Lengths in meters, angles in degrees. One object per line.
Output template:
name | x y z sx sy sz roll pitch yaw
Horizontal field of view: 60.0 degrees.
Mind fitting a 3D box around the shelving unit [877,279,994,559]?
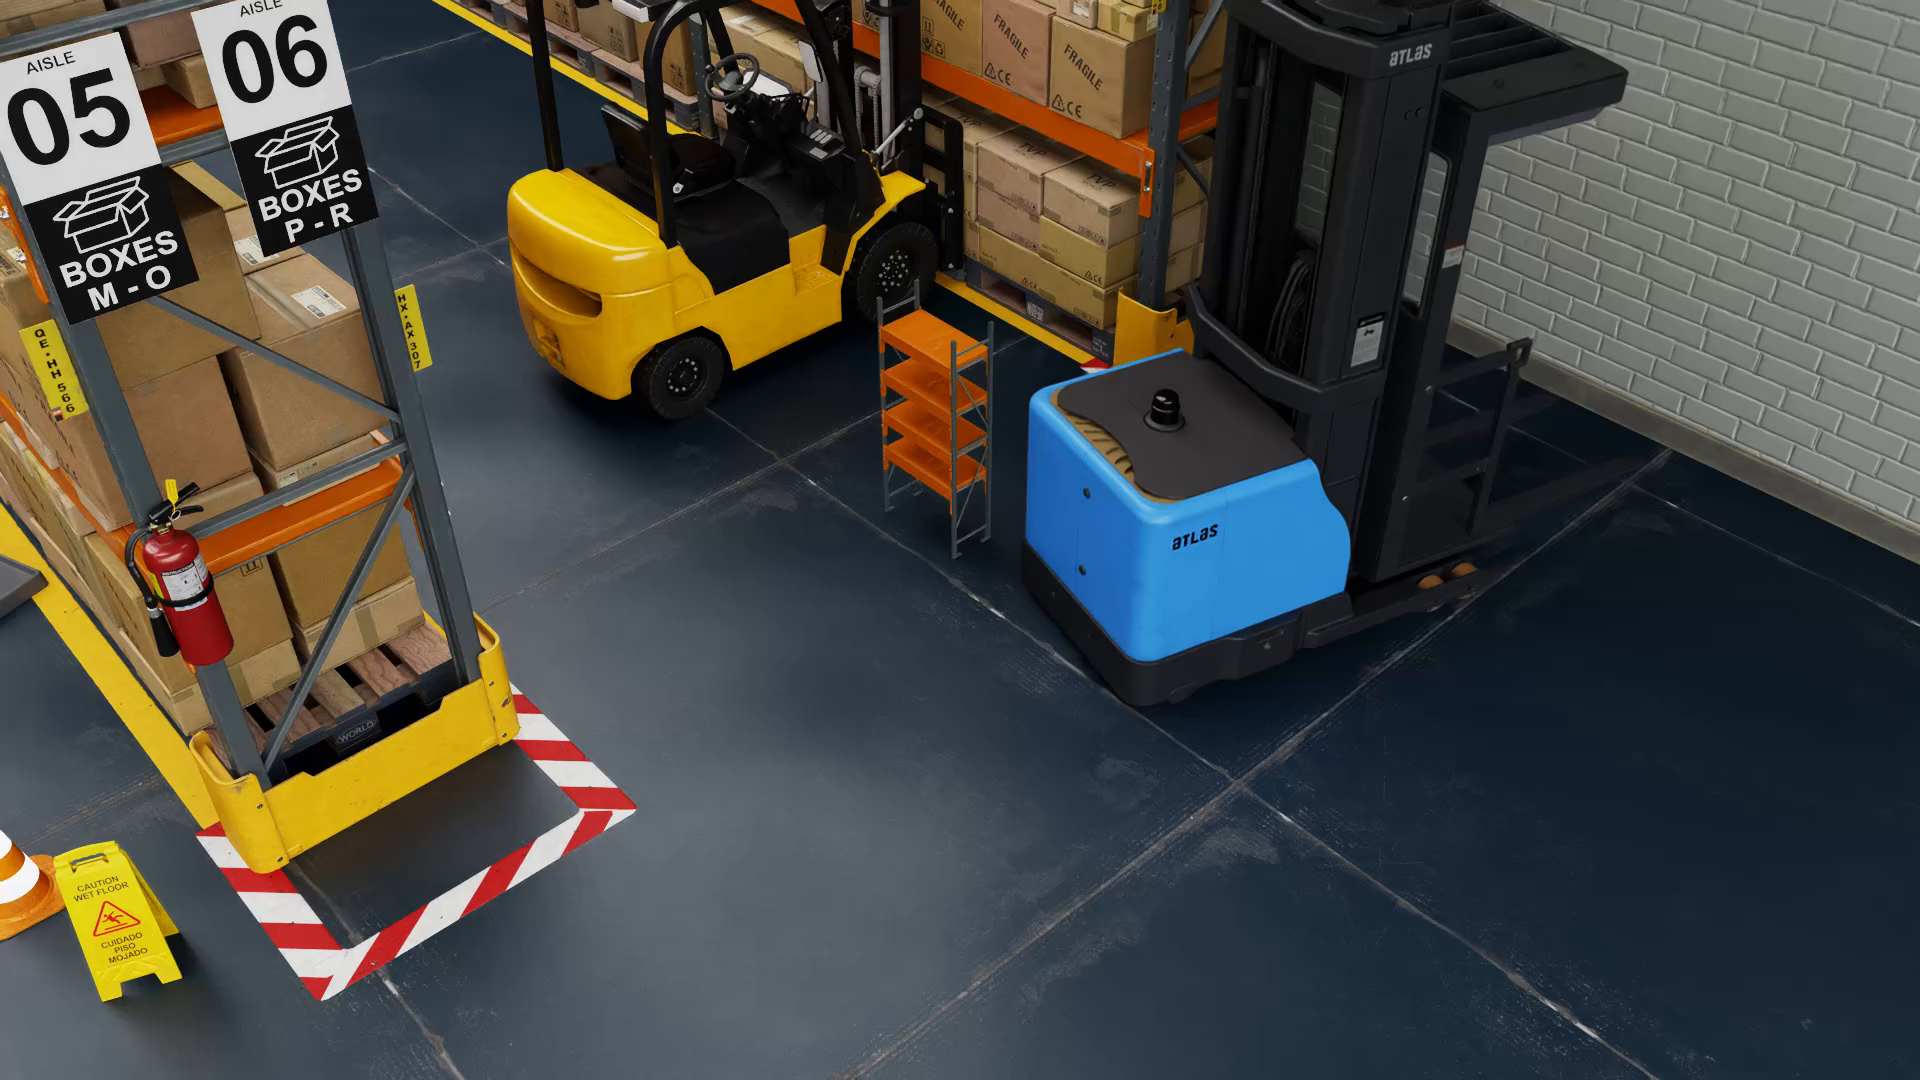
shelving unit | -0.112 -0.543 7.676 0.258 1.200 0.503 -30 48 -32

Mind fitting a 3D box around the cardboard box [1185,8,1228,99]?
cardboard box | 1.209 -2.660 8.785 0.500 0.500 0.500 -28 47 -30

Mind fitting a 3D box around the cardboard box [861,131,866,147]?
cardboard box | -0.251 -2.354 9.942 0.500 0.250 0.500 -30 48 -32

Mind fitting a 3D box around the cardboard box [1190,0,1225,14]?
cardboard box | 1.301 -2.832 8.482 0.380 0.149 0.250 -31 48 -33

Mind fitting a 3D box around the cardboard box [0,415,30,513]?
cardboard box | -4.099 -0.528 7.482 0.500 0.500 0.500 -27 46 -30

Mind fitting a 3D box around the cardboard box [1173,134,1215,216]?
cardboard box | 1.154 -2.060 9.179 0.500 0.250 0.500 -31 48 -32

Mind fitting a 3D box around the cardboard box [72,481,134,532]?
cardboard box | -2.977 -0.218 6.040 0.380 0.149 0.250 -31 48 -32

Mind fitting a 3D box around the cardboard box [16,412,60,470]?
cardboard box | -3.331 -0.452 6.330 0.380 0.149 0.250 -29 47 -31

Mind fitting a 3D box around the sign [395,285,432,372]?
sign | -1.914 -0.730 5.786 0.100 0.325 0.005 -30 48 -32

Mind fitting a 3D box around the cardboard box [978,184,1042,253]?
cardboard box | 0.449 -1.891 9.369 0.500 0.250 0.500 -30 48 -32

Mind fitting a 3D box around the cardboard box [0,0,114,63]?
cardboard box | -2.858 -1.510 4.935 0.500 0.250 0.500 -31 48 -32

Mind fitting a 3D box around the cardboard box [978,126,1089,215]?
cardboard box | 0.449 -2.071 9.193 0.500 0.250 0.500 -29 47 -31

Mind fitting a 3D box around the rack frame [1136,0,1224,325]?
rack frame | 1.340 -2.274 8.386 1.000 3.000 0.127 -30 48 -32

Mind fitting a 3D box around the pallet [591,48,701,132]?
pallet | -1.893 -3.365 11.956 1.003 0.211 1.213 -30 48 -32

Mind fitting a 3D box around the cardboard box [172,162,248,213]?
cardboard box | -3.128 -1.128 6.651 0.500 0.500 0.500 -31 48 -33

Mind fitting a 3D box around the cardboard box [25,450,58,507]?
cardboard box | -3.513 -0.320 6.707 0.380 0.149 0.250 -29 47 -31

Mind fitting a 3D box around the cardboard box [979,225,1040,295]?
cardboard box | 0.460 -1.685 9.511 0.500 0.250 0.500 -30 48 -32

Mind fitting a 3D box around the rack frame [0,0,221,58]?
rack frame | -2.314 -2.497 3.887 1.000 3.000 0.127 -30 48 -32

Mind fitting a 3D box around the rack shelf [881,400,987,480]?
rack shelf | -0.112 -0.491 7.718 0.258 0.148 0.480 -30 48 -32

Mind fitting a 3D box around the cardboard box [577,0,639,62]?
cardboard box | -2.246 -3.964 12.034 0.875 0.625 0.625 -30 48 -32

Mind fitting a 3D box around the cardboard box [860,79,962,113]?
cardboard box | -0.237 -2.538 9.771 0.500 0.250 0.500 -31 48 -33

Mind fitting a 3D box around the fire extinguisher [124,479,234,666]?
fire extinguisher | -2.576 0.116 5.489 0.296 0.674 0.183 -30 48 -32

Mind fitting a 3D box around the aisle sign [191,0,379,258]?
aisle sign | -2.044 -1.277 5.083 0.394 0.787 0.004 -30 48 -32

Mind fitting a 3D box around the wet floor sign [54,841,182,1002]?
wet floor sign | -2.974 1.296 5.840 0.267 0.644 0.232 -15 41 -17

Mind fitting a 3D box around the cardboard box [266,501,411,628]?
cardboard box | -2.672 -0.050 6.890 0.500 0.500 0.500 -32 49 -33

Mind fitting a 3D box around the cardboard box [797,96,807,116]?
cardboard box | -0.924 -2.826 10.526 0.500 0.250 0.500 -30 48 -32

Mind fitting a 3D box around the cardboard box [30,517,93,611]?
cardboard box | -3.761 0.001 7.424 0.500 0.250 0.500 -32 49 -33

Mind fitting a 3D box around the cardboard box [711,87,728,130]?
cardboard box | -1.282 -2.854 10.959 0.500 0.250 0.500 -29 47 -31

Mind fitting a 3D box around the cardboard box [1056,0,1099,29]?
cardboard box | 0.704 -2.712 8.333 0.380 0.149 0.250 -29 47 -31

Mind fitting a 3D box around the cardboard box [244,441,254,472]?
cardboard box | -2.573 -0.421 6.292 0.380 0.149 0.250 -29 47 -31

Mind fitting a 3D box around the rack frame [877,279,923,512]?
rack frame | -0.277 -0.656 7.816 0.240 1.200 0.015 -30 48 -32

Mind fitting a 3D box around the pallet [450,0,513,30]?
pallet | -3.543 -4.494 13.354 1.003 0.211 1.213 -30 48 -32

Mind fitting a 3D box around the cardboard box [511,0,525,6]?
cardboard box | -3.211 -4.622 12.850 0.875 0.625 0.625 -28 47 -30

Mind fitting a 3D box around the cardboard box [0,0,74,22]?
cardboard box | -2.760 -1.573 4.697 0.380 0.149 0.250 -29 47 -31

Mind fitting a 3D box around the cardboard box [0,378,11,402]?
cardboard box | -3.555 -0.918 6.391 0.500 0.500 0.500 -30 48 -32

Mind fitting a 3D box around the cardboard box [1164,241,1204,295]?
cardboard box | 1.152 -1.678 9.502 0.500 0.250 0.500 -30 48 -32

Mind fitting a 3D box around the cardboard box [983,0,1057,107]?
cardboard box | 0.469 -2.673 8.801 0.500 0.500 0.500 -28 47 -31

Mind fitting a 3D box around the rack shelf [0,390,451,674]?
rack shelf | -3.667 -0.809 7.144 1.077 0.370 4.000 -30 48 -32

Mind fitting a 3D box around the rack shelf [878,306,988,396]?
rack shelf | -0.112 -0.849 7.429 0.258 0.148 0.480 -30 48 -32

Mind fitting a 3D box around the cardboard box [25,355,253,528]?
cardboard box | -2.884 -0.452 5.813 0.500 0.500 0.500 -31 48 -32

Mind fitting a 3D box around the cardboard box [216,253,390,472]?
cardboard box | -2.430 -0.655 6.065 0.500 0.500 0.500 -31 48 -32

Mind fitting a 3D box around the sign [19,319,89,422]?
sign | -2.736 -0.510 5.029 0.100 0.325 0.005 -30 48 -32

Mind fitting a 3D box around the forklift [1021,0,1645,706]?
forklift | 1.828 -1.093 6.978 3.031 2.935 1.130 -18 42 -21

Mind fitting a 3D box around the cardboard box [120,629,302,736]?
cardboard box | -3.075 0.472 6.840 0.500 0.250 0.500 -30 48 -32

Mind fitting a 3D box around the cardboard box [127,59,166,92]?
cardboard box | -2.543 -1.607 5.373 0.380 0.149 0.250 -32 48 -33

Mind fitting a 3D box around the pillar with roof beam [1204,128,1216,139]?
pillar with roof beam | -1.638 -3.484 5.109 9.100 9.000 0.400 -30 48 -32

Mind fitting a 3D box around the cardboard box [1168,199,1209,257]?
cardboard box | 1.175 -1.868 9.340 0.500 0.250 0.500 -29 47 -31

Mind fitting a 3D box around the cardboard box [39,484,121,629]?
cardboard box | -3.403 -0.048 6.888 0.500 0.500 0.500 -28 47 -30

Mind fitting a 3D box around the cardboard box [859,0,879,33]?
cardboard box | -0.225 -3.138 9.376 0.500 0.500 0.500 -30 47 -31

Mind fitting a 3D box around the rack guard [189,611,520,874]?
rack guard | -2.365 0.774 6.601 1.175 0.500 0.348 -30 48 -32

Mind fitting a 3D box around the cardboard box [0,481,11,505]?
cardboard box | -4.450 -0.478 8.016 0.500 0.250 0.500 -27 46 -30

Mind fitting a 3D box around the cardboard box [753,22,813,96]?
cardboard box | -0.931 -3.010 10.355 0.500 0.250 0.500 -30 48 -32

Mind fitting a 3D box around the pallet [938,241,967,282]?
pallet | -0.029 -2.090 10.377 1.003 0.211 1.213 -30 48 -32
